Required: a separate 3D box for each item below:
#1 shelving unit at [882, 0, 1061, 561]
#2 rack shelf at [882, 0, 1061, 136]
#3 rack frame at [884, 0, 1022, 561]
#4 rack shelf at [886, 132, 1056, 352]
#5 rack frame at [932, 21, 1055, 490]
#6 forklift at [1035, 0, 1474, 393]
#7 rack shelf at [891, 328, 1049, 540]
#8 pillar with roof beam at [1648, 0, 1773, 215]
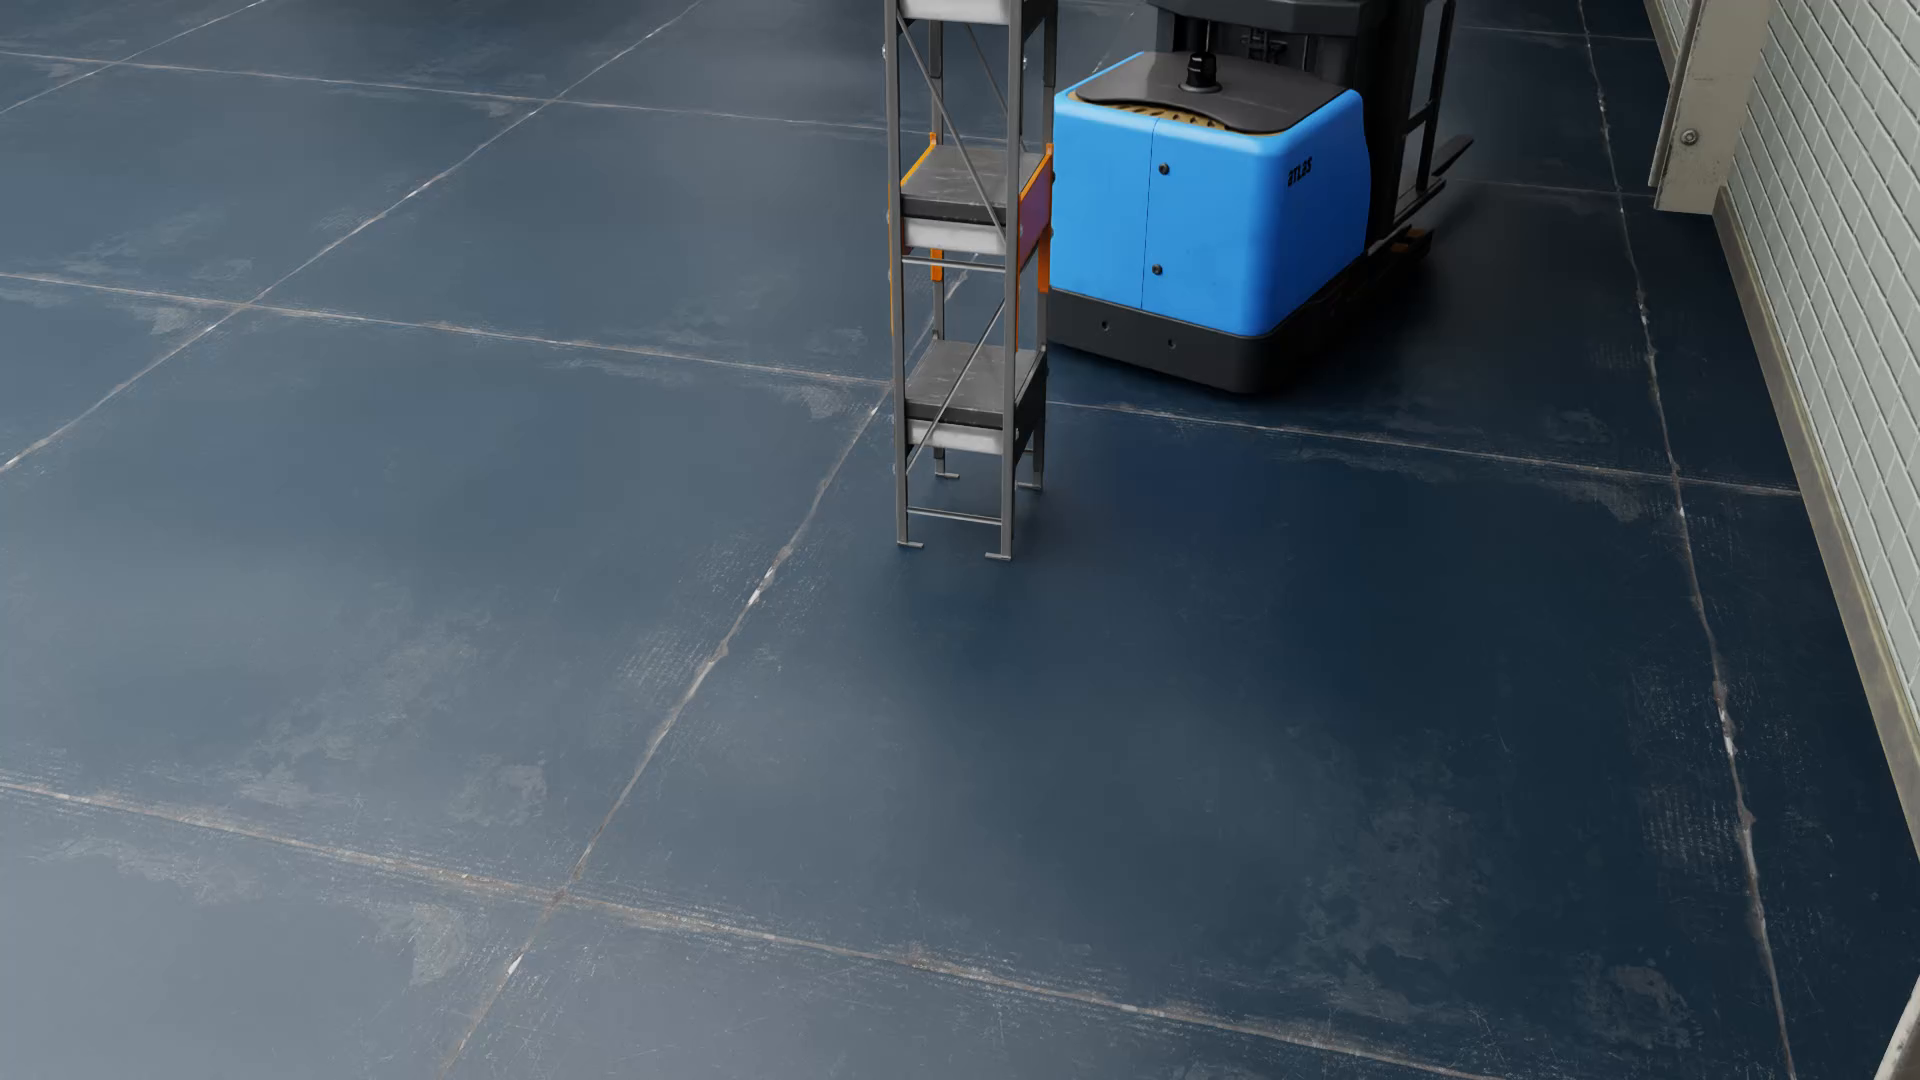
[{"bbox_3d":[0.042,-0.972,5.322,0.431,2.100,0.503,8,33,12],"label":"shelving unit"},{"bbox_3d":[0.042,-1.551,4.954,0.431,0.518,0.480,8,33,12],"label":"rack shelf"},{"bbox_3d":[-0.020,-0.845,5.123,0.400,2.100,0.015,8,33,12],"label":"rack frame"},{"bbox_3d":[0.042,-0.960,5.329,0.431,0.518,0.480,8,33,12],"label":"rack shelf"},{"bbox_3d":[0.104,-1.099,5.521,0.400,2.100,0.015,8,33,12],"label":"rack frame"},{"bbox_3d":[1.549,-2.561,7.047,1.130,2.935,3.031,19,37,28],"label":"forklift"},{"bbox_3d":[0.042,-0.370,5.705,0.431,0.518,0.480,8,33,12],"label":"rack shelf"},{"bbox_3d":[-0.471,-6.127,7.000,9.100,9.000,0.400,8,33,12],"label":"pillar with roof beam"}]
